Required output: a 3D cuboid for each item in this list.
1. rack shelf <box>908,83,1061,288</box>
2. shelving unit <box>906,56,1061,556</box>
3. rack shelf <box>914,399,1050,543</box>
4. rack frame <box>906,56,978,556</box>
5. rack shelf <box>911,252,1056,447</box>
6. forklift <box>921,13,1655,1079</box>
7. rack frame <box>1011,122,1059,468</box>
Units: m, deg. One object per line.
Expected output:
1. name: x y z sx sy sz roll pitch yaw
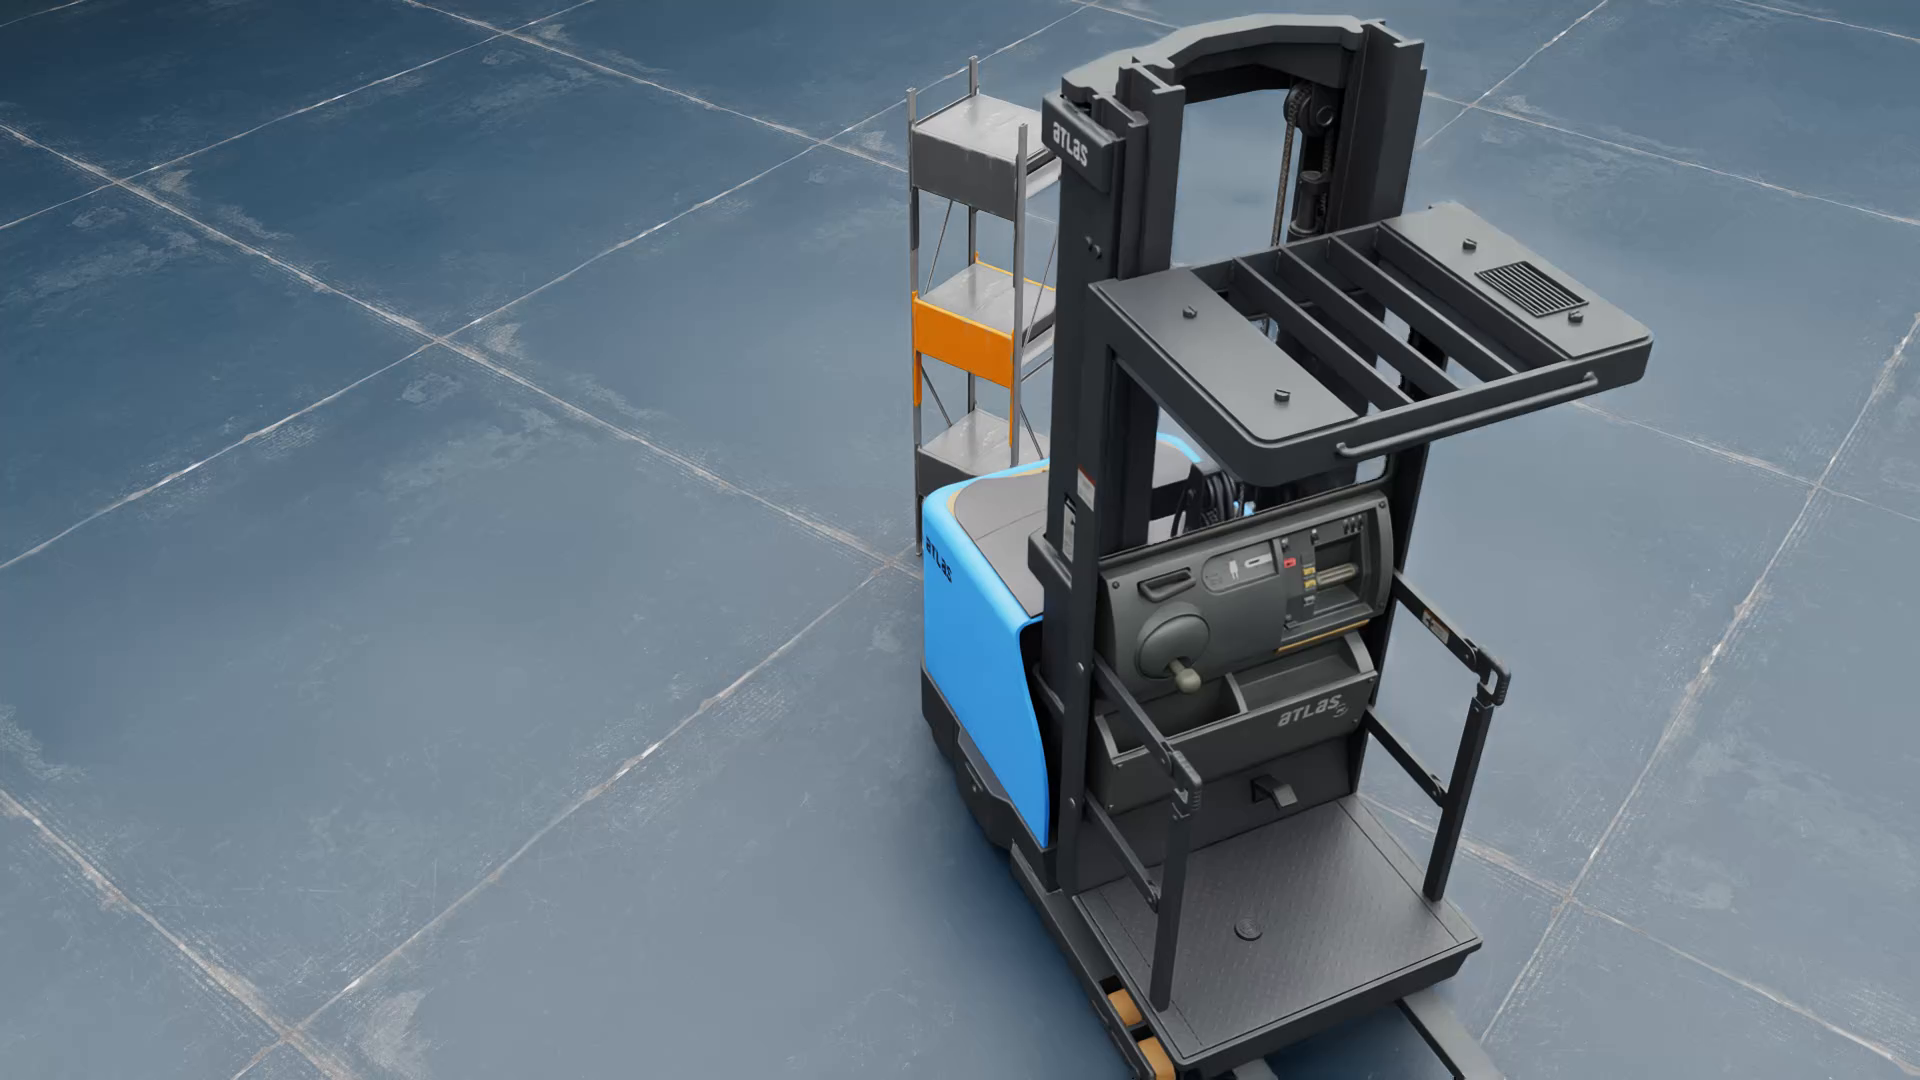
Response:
1. rack shelf: 0.131 -1.305 6.100 0.480 0.518 0.431 25 45 29
2. shelving unit: 0.131 -0.765 6.524 0.503 2.100 0.431 25 45 29
3. rack shelf: 0.131 -0.203 6.963 0.480 0.518 0.431 25 45 29
4. rack frame: -0.062 -0.856 6.640 0.015 2.100 0.400 25 45 29
5. rack shelf: 0.131 -0.754 6.532 0.480 0.518 0.431 25 45 29
6. forklift: 0.926 0.226 4.584 1.130 2.935 3.031 -16 41 -19
7. rack frame: 0.325 -0.673 6.407 0.015 2.100 0.400 25 45 29
